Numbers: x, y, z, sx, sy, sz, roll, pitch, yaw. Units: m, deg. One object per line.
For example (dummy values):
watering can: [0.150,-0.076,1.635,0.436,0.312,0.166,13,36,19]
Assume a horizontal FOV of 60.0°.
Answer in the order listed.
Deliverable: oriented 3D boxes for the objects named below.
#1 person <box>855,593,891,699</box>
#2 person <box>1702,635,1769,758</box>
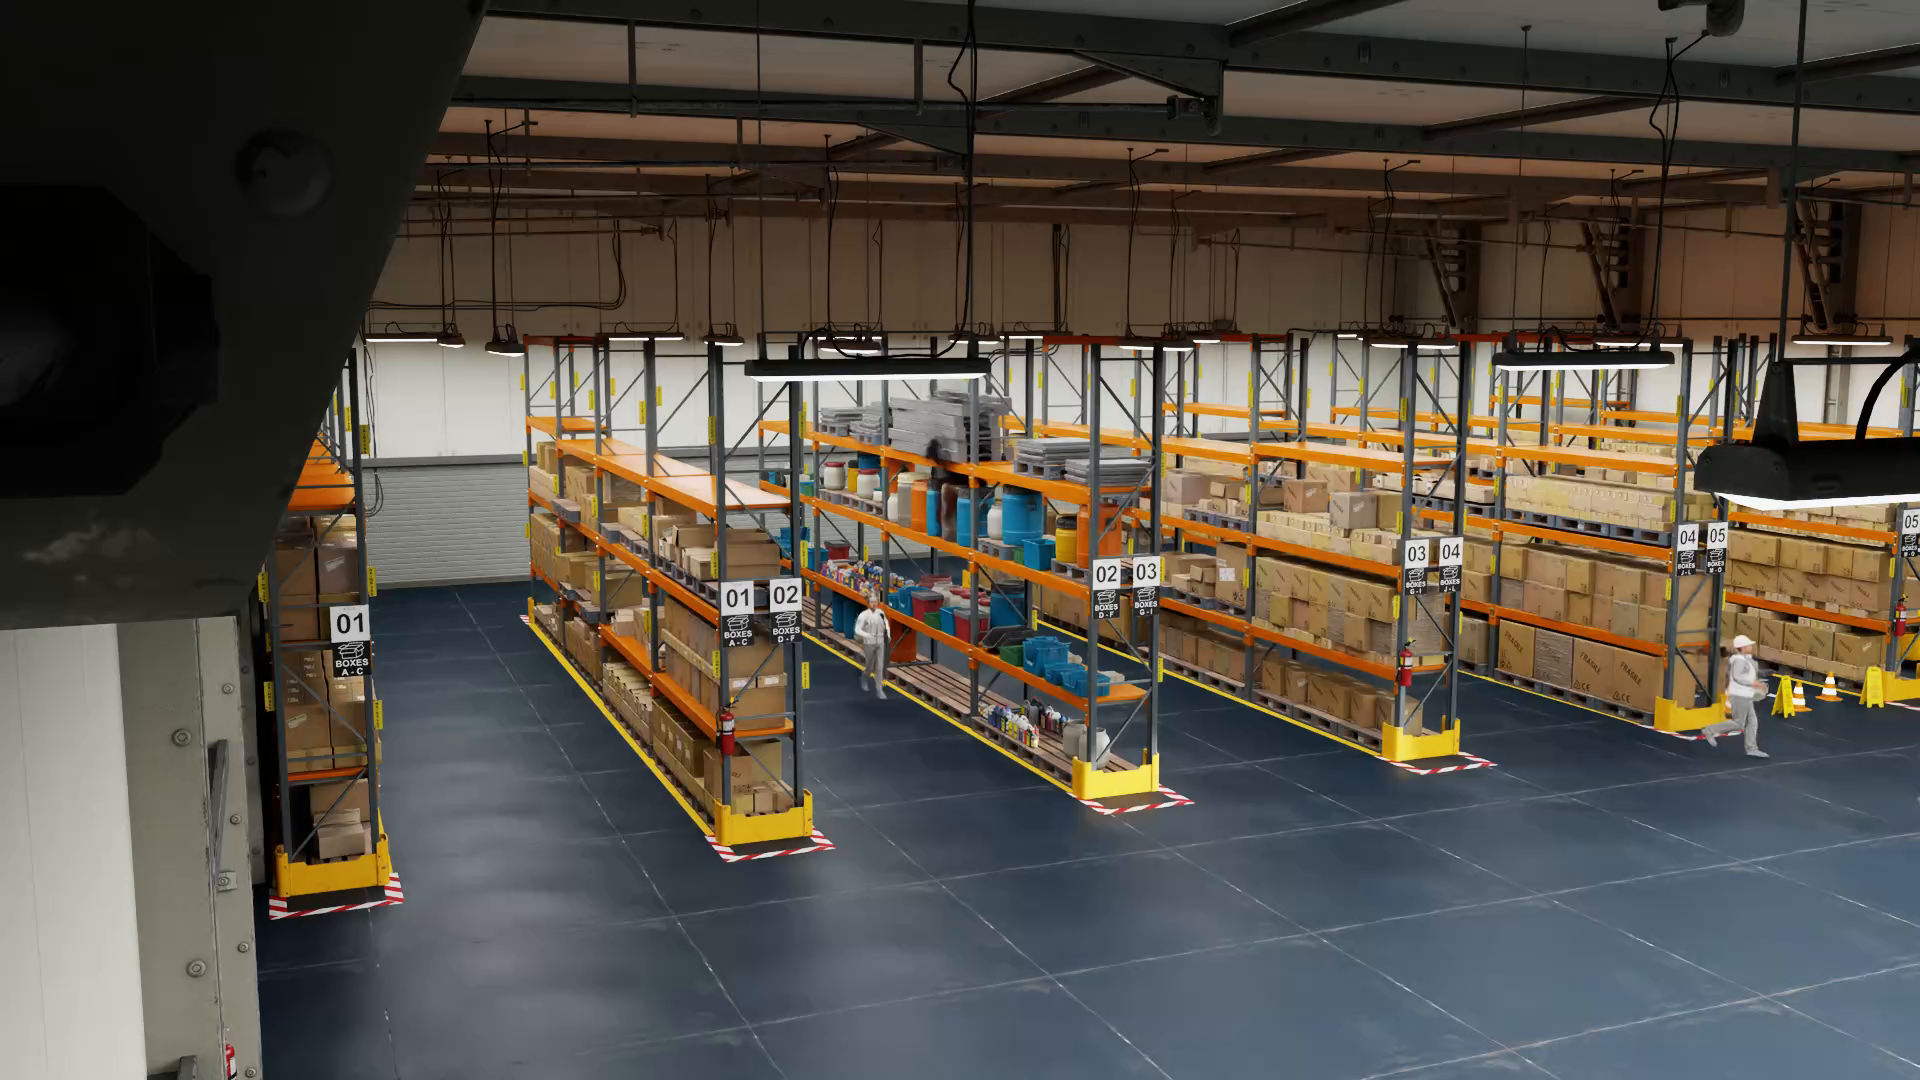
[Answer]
person: [-1.354,1.670,26.616,0.630,1.668,0.852,-3,8,-23]
person: [11.346,2.261,24.230,0.911,1.761,0.671,4,9,28]
